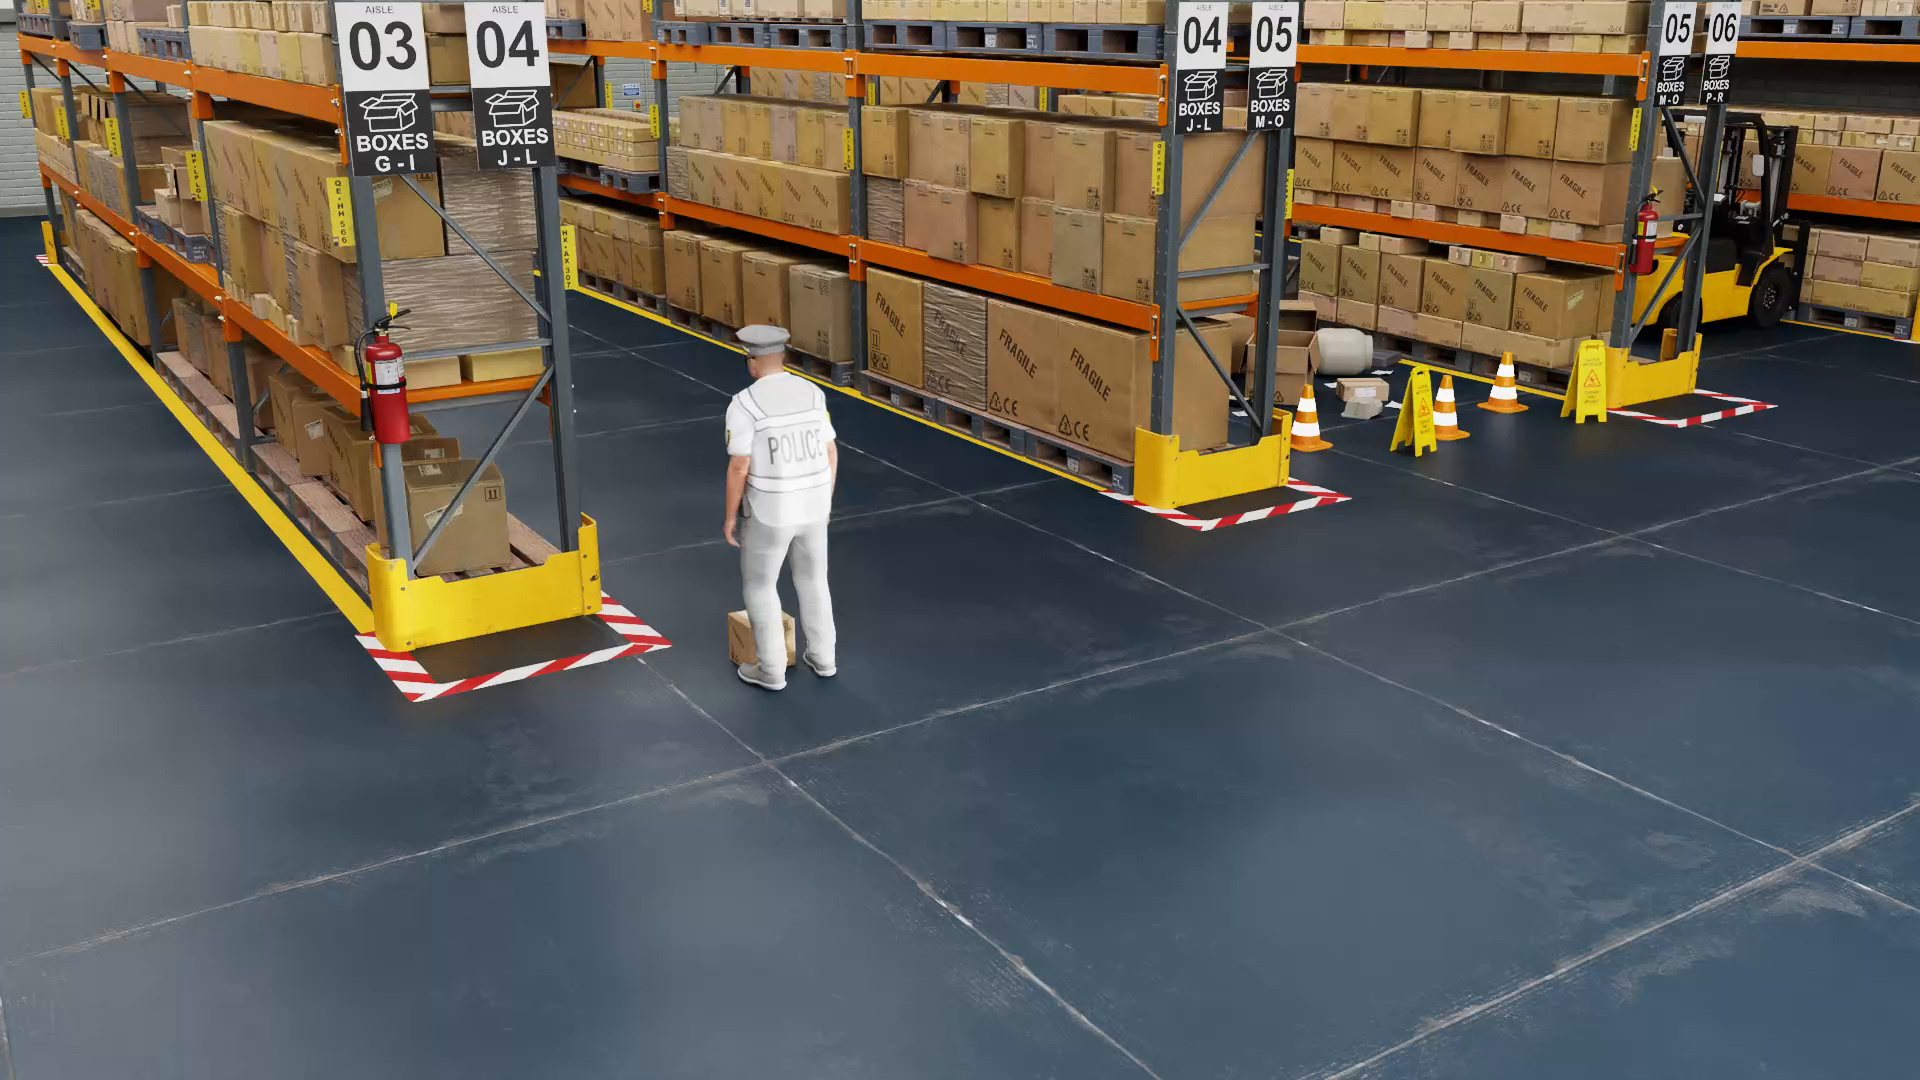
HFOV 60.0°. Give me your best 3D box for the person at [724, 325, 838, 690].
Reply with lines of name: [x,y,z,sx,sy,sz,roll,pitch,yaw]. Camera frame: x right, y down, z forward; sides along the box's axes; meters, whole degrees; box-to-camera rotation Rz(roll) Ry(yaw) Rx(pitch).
person: [-0.851,-0.143,7.985,0.590,1.748,0.435,-12,21,-32]
